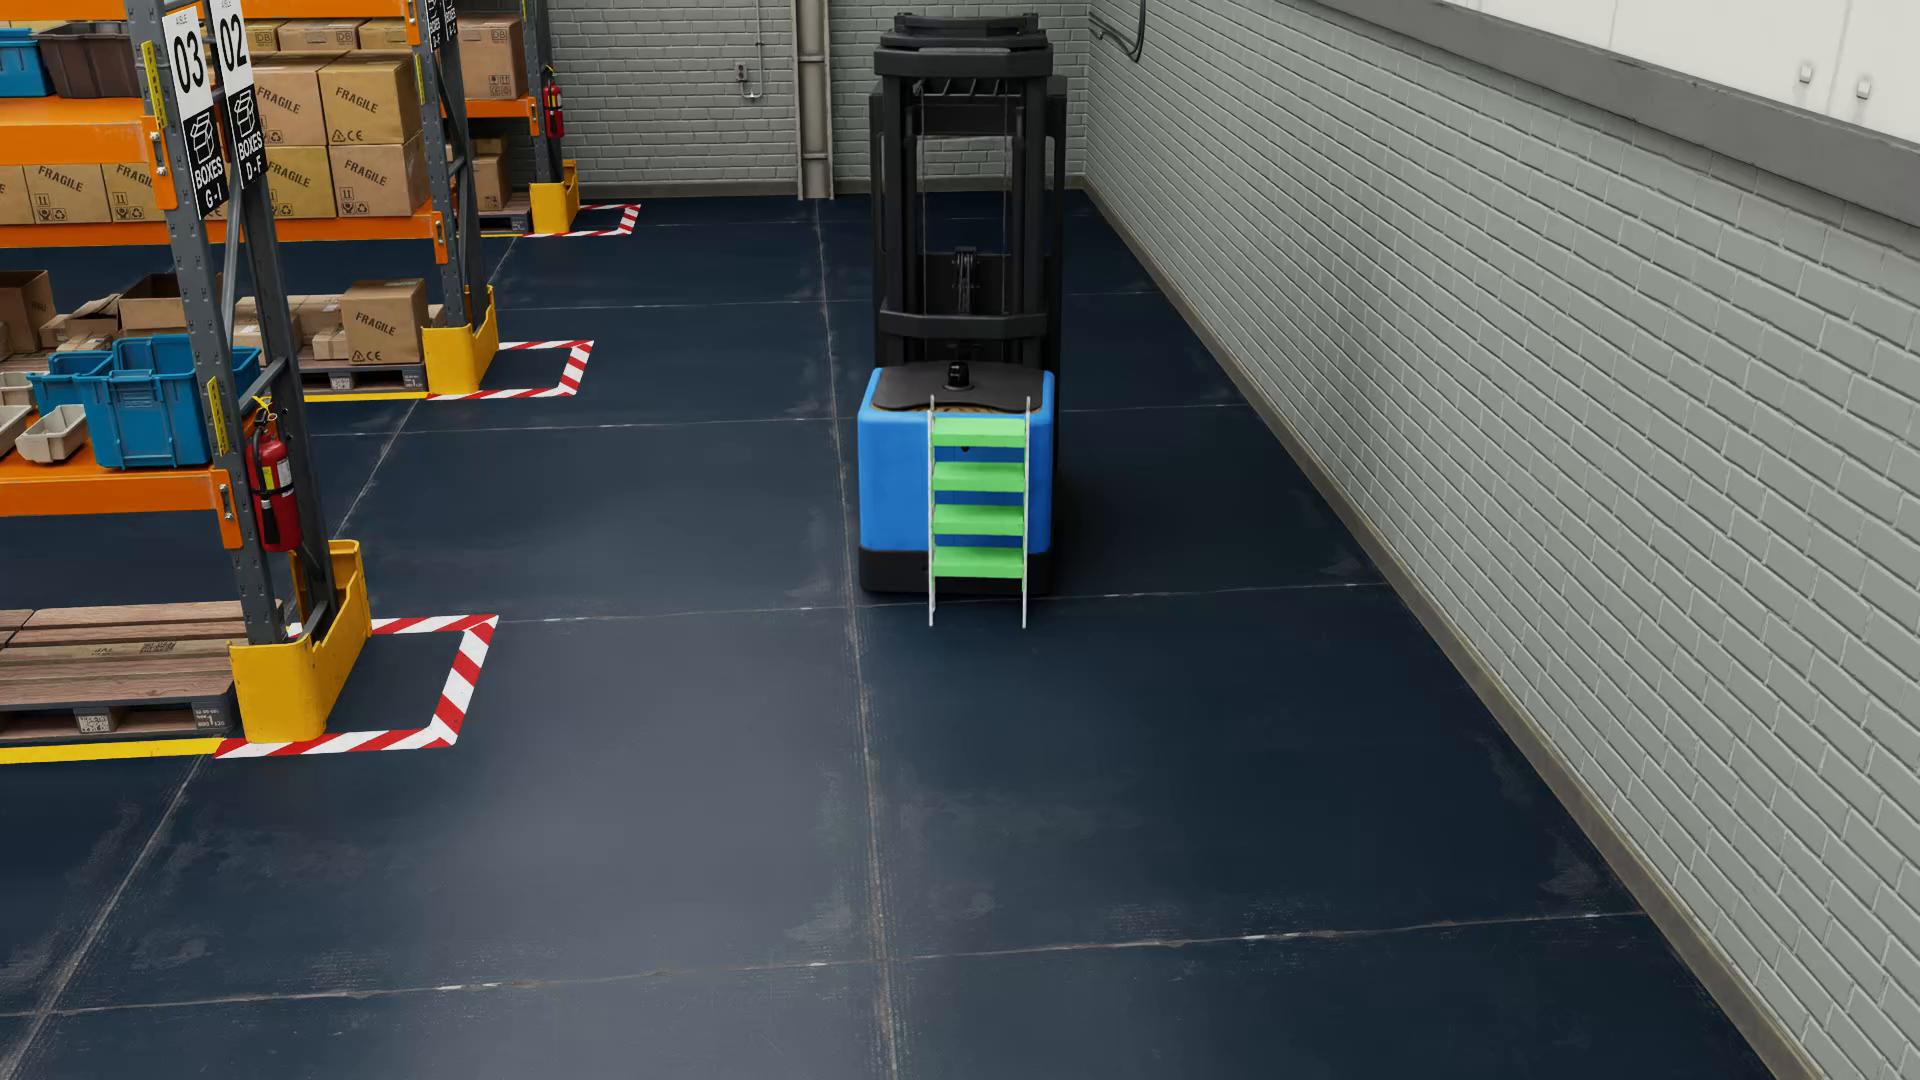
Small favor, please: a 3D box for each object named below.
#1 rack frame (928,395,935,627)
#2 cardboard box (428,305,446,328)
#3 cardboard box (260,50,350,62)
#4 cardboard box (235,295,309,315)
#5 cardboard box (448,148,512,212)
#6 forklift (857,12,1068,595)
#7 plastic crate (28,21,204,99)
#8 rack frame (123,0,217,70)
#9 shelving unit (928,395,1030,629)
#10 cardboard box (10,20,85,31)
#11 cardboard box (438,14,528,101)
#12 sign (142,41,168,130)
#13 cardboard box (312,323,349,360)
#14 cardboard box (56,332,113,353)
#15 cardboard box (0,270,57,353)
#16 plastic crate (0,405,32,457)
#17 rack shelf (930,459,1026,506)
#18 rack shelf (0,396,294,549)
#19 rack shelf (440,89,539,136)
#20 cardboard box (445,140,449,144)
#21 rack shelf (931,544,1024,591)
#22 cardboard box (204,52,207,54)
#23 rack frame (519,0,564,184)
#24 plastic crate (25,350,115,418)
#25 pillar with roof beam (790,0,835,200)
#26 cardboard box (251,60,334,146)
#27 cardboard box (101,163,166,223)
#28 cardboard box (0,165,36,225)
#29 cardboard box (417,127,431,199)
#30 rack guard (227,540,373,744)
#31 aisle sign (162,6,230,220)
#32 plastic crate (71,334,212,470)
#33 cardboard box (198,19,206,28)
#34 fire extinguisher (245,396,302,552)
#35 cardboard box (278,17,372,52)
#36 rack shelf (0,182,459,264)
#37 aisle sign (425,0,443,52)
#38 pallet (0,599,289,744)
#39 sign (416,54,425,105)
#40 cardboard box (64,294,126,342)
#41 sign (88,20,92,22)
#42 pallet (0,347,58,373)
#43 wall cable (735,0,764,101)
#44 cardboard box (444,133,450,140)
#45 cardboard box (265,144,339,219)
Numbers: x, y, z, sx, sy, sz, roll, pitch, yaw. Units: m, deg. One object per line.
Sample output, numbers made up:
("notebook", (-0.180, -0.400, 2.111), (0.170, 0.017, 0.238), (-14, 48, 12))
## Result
("rack frame", (-0.147, -0.139, 8.586), (0.015, 1.200, 0.240), (1, 24, 3))
("cardboard box", (-4.138, -1.691, 12.829), (0.250, 0.149, 0.380), (-2, 24, -5))
("cardboard box", (-4.675, -3.238, 11.987), (0.500, 0.500, 0.500), (-2, 24, -5))
("cardboard box", (-5.252, -1.668, 12.653), (0.500, 0.250, 0.500), (-2, 24, -5))
("cardboard box", (-4.865, -3.654, 16.838), (0.500, 0.500, 0.700), (-2, 24, -5))
("forklift", (0.059, -1.601, 9.744), (1.130, 2.935, 3.031), (1, 24, 3))
("plastic crate", (-3.615, -2.076, 7.196), (0.590, 0.269, 0.497), (-2, 24, -5))
("rack frame", (-3.205, -3.409, 6.341), (0.127, 3.000, 1.000), (-2, 24, -5))
("shelving unit", (0.097, -0.134, 8.575), (0.503, 1.200, 0.258), (1, 24, 3))
("cardboard box", (-8.599, -4.924, 15.698), (0.500, 0.250, 0.500), (-2, 24, -4))
("cardboard box", (-4.685, -4.785, 16.453), (0.700, 0.700, 0.980), (-1, 24, -3))
("sign", (-3.135, -1.769, 6.473), (0.005, 0.325, 0.100), (-2, 24, -5))
("cardboard box", (-4.617, -1.476, 12.323), (0.250, 0.166, 0.380), (-2, 24, -5))
("cardboard box", (-6.370, -1.385, 12.119), (0.250, 0.166, 0.380), (-2, 24, -5))
("cardboard box", (-7.130, -1.707, 12.433), (0.500, 0.500, 0.500), (-2, 24, -5))
("plastic crate", (-4.288, -0.463, 7.350), (0.243, 0.136, 0.396), (-2, 24, -5))
("rack shelf", (0.097, -0.295, 8.503), (0.480, 0.148, 0.258), (1, 24, 3))
("rack shelf", (-5.195, -0.259, 7.526), (4.000, 0.370, 1.077), (-2, 24, -5))
("rack shelf", (-6.169, -4.264, 16.535), (4.000, 0.370, 1.077), (-2, 24, -5))
("cardboard box", (-5.230, -3.861, 16.505), (0.250, 0.149, 0.380), (-2, 24, -4))
("rack shelf", (0.097, 0.143, 8.698), (0.480, 0.148, 0.258), (1, 24, 3))
("cardboard box", (-5.679, -3.199, 11.900), (0.500, 0.500, 0.500), (-3, 24, -6))
("rack frame", (-4.179, -4.672, 16.569), (0.127, 3.000, 1.000), (-2, 24, -5))
("plastic crate", (-4.138, -0.716, 7.800), (0.300, 0.233, 0.416), (-2, 24, -5))
("pillar with roof beam", (-1.154, -6.131, 12.465), (0.400, 9.000, 9.100), (-2, 24, -5))
("cardboard box", (-4.607, -3.023, 11.505), (0.500, 0.500, 0.500), (-2, 24, -4))
("cardboard box", (-5.621, -2.528, 11.622), (0.500, 0.500, 0.500), (-3, 24, -6))
("cardboard box", (-6.625, -2.488, 11.532), (0.500, 0.500, 0.500), (-2, 24, -4))
("cardboard box", (-4.155, -2.805, 12.244), (0.500, 0.500, 0.500), (-2, 24, -4))
("rack guard", (-3.182, 0.468, 8.081), (0.348, 0.500, 1.175), (-2, 24, -5))
("aisle sign", (-3.104, -1.740, 6.772), (0.004, 0.787, 0.394), (-2, 24, -5))
("plastic crate", (-3.520, -0.623, 7.340), (0.499, 0.435, 0.616), (-2, 24, -5))
("cardboard box", (-7.618, -4.665, 16.183), (0.700, 0.700, 0.980), (-2, 24, -4))
("fire extinguisher", (-3.010, -0.285, 7.251), (0.183, 0.674, 0.296), (-2, 24, -5))
("cardboard box", (-6.168, -4.725, 16.317), (0.700, 0.700, 0.980), (-3, 24, -8))
("rack shelf", (-5.678, -2.262, 12.031), (4.000, 0.370, 1.077), (-2, 24, -5))
("aisle sign", (-3.590, -3.737, 11.264), (0.004, 0.787, 0.394), (-2, 24, -5))
("pallet", (-4.029, 0.624, 8.087), (1.213, 0.211, 1.003), (-2, 24, -5))
("sign", (-3.653, -3.119, 11.259), (0.005, 0.325, 0.100), (-2, 24, -5))
("cardboard box", (-6.383, -1.650, 12.539), (0.500, 0.311, 0.500), (-2, 24, -5))
("sign", (-8.096, -4.787, 15.498), (0.005, 0.325, 0.100), (-2, 24, -5))
("pallet", (-6.985, -1.263, 12.332), (1.213, 0.211, 1.003), (-2, 24, -5))
("wall cable", (-2.997, -5.570, 17.338), (1.851, 1.984, 0.084), (-2, 24, -5))
("cardboard box", (-5.265, -4.015, 16.853), (0.250, 0.149, 0.380), (-2, 24, -5))
("cardboard box", (-4.623, -2.566, 11.707), (0.500, 0.500, 0.500), (-2, 24, -5))
